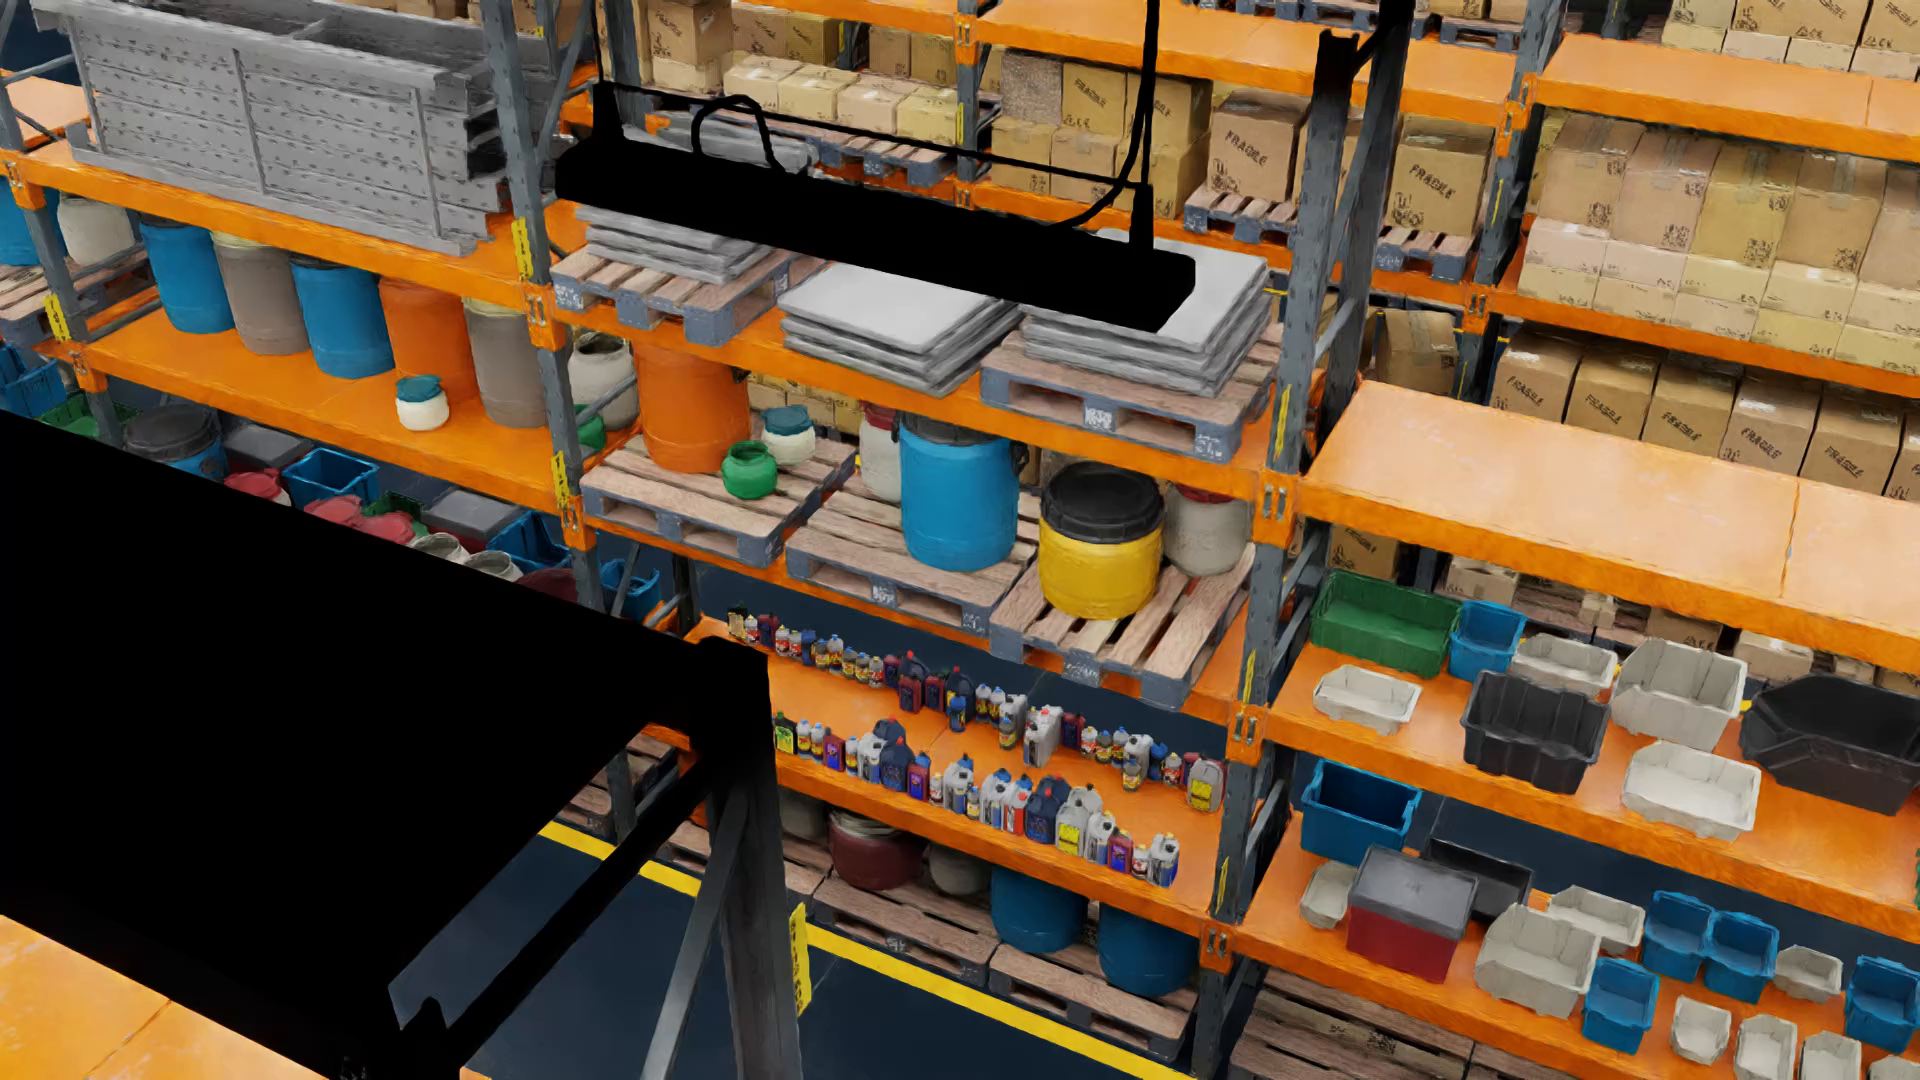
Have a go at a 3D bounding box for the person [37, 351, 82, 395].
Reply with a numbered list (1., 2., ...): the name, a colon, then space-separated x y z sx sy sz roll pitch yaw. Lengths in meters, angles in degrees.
1. person: -8.528 -2.203 15.523 0.547 1.718 0.729 -8 36 -12
